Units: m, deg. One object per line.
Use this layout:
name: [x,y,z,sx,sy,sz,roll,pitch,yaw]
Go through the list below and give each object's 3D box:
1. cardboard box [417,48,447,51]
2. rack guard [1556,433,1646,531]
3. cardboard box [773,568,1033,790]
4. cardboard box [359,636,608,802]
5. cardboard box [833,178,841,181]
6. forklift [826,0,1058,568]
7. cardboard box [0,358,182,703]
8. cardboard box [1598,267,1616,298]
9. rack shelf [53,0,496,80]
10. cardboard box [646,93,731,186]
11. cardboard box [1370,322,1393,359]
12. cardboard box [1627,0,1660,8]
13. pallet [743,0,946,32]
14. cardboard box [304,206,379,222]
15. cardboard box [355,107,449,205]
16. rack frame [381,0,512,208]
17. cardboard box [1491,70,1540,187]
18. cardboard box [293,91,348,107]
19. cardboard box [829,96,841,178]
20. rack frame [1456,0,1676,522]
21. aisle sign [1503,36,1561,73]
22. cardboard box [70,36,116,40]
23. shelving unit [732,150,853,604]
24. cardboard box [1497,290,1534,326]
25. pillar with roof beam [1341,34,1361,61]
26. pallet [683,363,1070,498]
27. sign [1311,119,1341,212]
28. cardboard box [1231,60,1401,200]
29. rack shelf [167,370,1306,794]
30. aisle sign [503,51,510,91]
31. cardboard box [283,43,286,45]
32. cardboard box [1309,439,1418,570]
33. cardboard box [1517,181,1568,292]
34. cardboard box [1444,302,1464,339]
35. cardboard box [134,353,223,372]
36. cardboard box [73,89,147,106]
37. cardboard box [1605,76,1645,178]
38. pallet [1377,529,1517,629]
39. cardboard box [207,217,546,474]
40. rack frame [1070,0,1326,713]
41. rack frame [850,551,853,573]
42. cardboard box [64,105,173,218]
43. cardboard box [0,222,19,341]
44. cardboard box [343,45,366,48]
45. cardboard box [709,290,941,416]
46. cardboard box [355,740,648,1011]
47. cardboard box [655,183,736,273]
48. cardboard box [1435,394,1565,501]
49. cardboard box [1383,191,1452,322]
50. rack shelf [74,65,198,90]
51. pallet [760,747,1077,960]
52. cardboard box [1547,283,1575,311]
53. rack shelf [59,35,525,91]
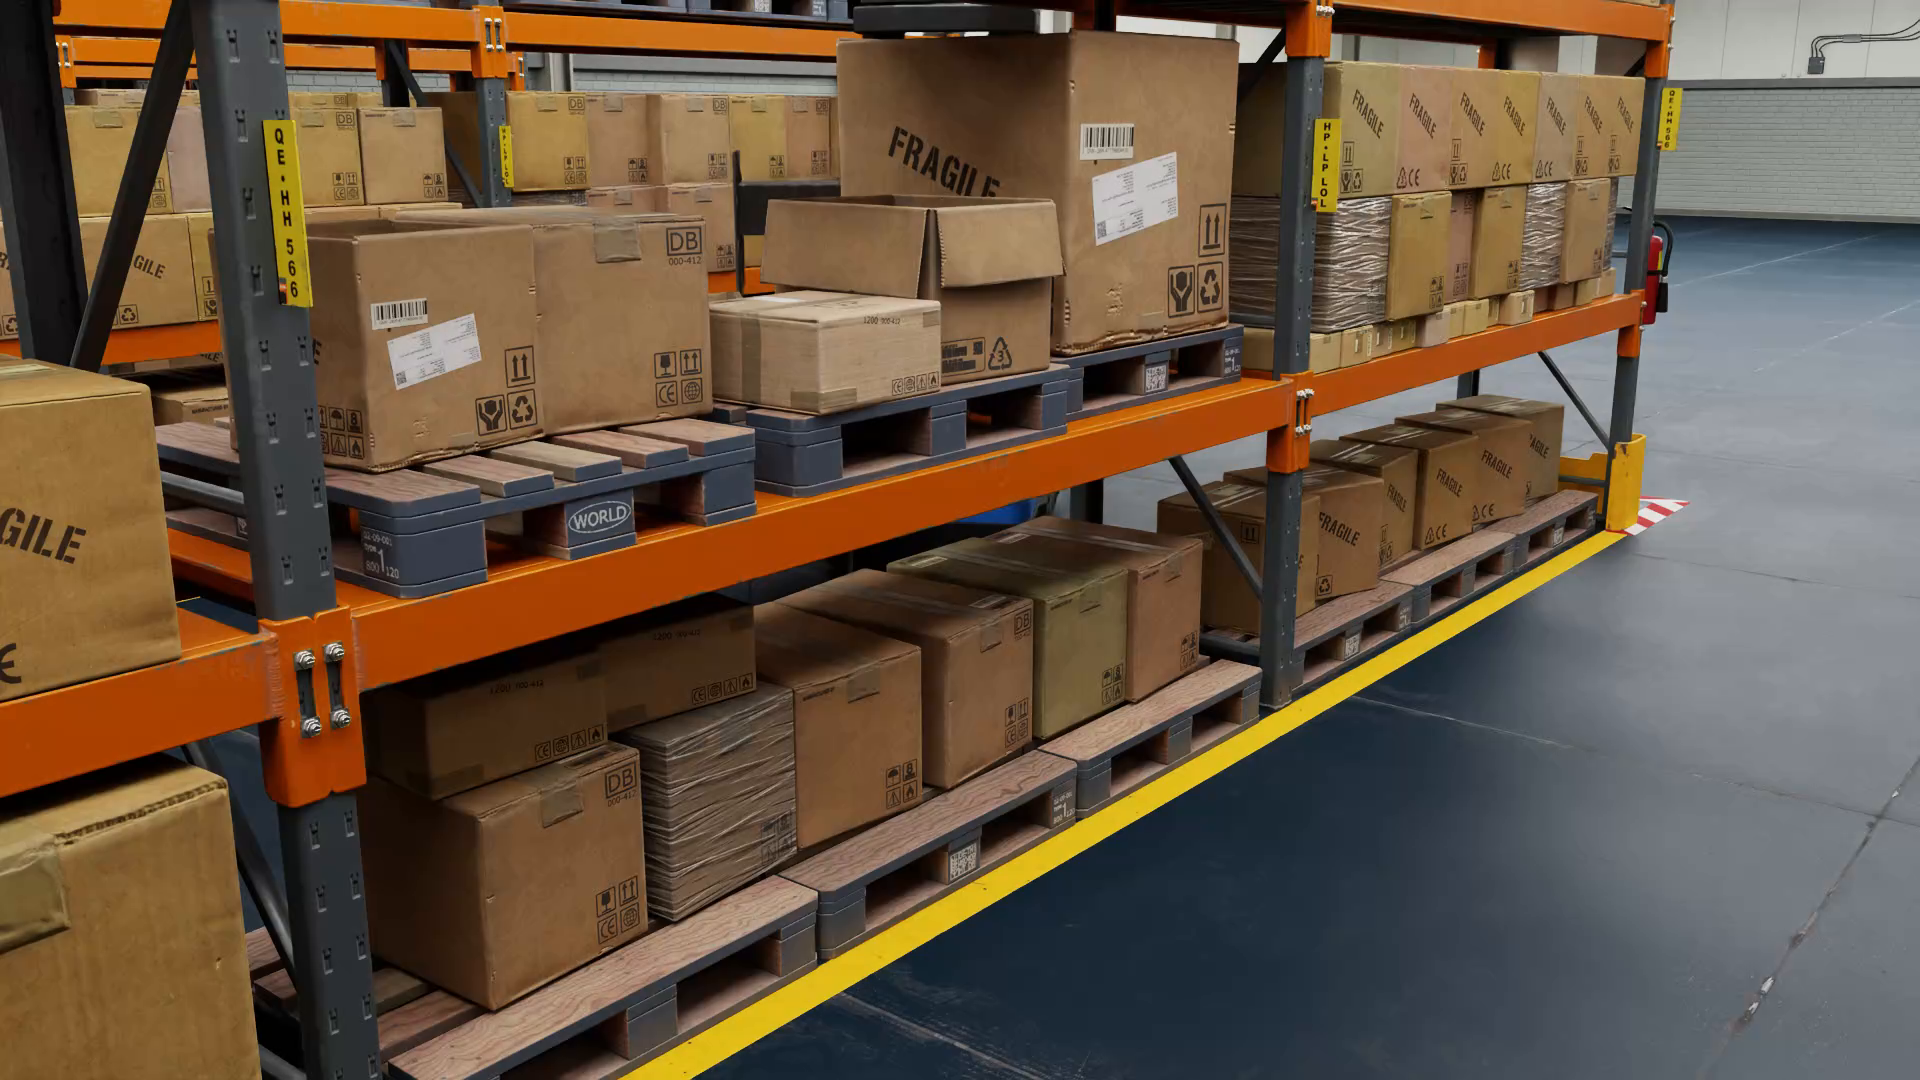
cardboard box: [-4.643,-4.292,14.346,0.380,0.149,0.250,12,19,39]
rack guard: [3.349,-0.411,9.724,1.175,0.500,0.348,11,18,38]
cardboard box: [-0.186,0.437,5.492,0.700,0.500,0.500,9,17,33]
cardboard box: [-1.234,0.397,4.128,0.500,0.250,0.500,12,19,40]
cardboard box: [-0.925,-2.310,11.818,0.875,0.550,0.550,11,18,38]
forklift: [-0.003,-1.576,9.376,1.130,2.935,3.031,2,14,6]
cardboard box: [-1.749,-0.020,2.908,0.500,0.500,0.500,12,19,39]
cardboard box: [3.378,-1.428,9.164,0.380,0.149,0.250,11,18,38]
rack shelf: [-4.169,-2.380,7.767,1.077,0.370,4.000,11,18,38]
cardboard box: [-1.952,-2.525,10.470,0.875,0.550,0.550,11,18,38]
cardboard box: [1.554,-0.842,6.854,0.380,0.149,0.250,11,18,38]
cardboard box: [3.291,-2.886,8.605,0.500,0.250,0.500,12,18,39]
pallet: [-0.856,-3.691,11.647,1.003,0.211,1.213,11,18,38]
cardboard box: [-3.350,-1.468,8.607,0.500,0.500,0.500,11,18,37]
cardboard box: [-3.220,-2.095,9.043,0.700,0.500,0.500,11,18,37]
rack frame: [-2.912,-1.658,9.556,1.000,3.000,0.127,11,18,38]
cardboard box: [2.296,-1.884,7.609,0.500,0.500,0.500,11,18,38]
cardboard box: [-5.449,-3.433,13.705,0.700,0.500,0.500,11,18,37]
cardboard box: [-0.935,-2.835,11.693,0.875,0.550,0.550,11,18,38]
rack frame: [3.396,-1.637,9.474,1.000,3.000,0.127,11,18,38]
aisle sign: [3.202,-2.955,9.383,0.394,0.787,0.004,11,18,38]
cardboard box: [-6.435,-3.758,12.243,0.380,0.149,0.250,11,18,37]
shelving unit: [-0.770,-0.748,7.801,0.503,2.100,0.431,-1,14,-5]
cardboard box: [2.517,-1.125,7.969,0.380,0.149,0.250,11,18,38]
pillar with roof beam: [12.890,-11.931,37.810,9.100,9.000,0.400,11,18,38]
pallet: [-0.419,-0.397,4.984,1.003,0.211,1.213,11,18,38]
sign: [1.316,-1.347,5.980,0.100,0.325,0.005,11,18,38]
cardboard box: [1.363,-1.595,6.471,0.500,0.500,0.500,11,18,38]
rack shelf: [-0.375,-0.139,5.039,1.077,0.370,4.000,11,18,38]
aisle sign: [-4.047,-4.397,15.061,0.394,0.787,0.004,11,18,38]
cardboard box: [-5.561,-3.991,13.161,0.380,0.149,0.250,11,18,36]
cardboard box: [1.848,-0.175,7.944,0.500,0.500,0.500,9,17,33]
cardboard box: [2.460,-1.525,8.226,0.875,0.500,0.500,11,18,38]
cardboard box: [2.018,-0.987,7.425,0.380,0.149,0.250,11,18,38]
cardboard box: [-5.422,-1.290,11.648,0.500,0.500,0.500,11,18,38]
cardboard box: [-6.381,-3.132,12.523,0.700,0.500,0.500,11,18,37]
cardboard box: [3.243,-2.170,8.737,0.500,0.500,0.500,11,18,38]
pallet: [2.043,0.112,8.253,1.003,0.211,1.213,11,18,38]
cardboard box: [-1.323,-0.466,3.810,0.500,0.500,0.500,9,17,31]
rack frame: [0.882,-0.871,6.458,1.000,3.000,0.127,11,18,38]
rack frame: [-0.527,-0.752,7.820,0.015,2.100,0.400,-1,14,-5]
cardboard box: [-4.178,-1.803,7.893,0.700,0.500,0.500,11,18,37]
cardboard box: [-4.299,-1.179,7.467,0.500,0.500,0.500,11,18,37]
cardboard box: [-5.145,-4.150,13.784,0.380,0.149,0.250,11,18,36]
cardboard box: [-0.399,-0.521,4.533,0.500,0.250,0.500,11,18,36]
cardboard box: [-1.226,0.762,4.214,0.700,0.500,0.500,10,17,35]
cardboard box: [-1.930,-1.997,10.587,0.875,0.550,0.550,11,18,38]
cardboard box: [2.991,-0.512,9.269,0.500,0.500,0.500,-12,18,-39]
cardboard box: [1.555,-1.230,7.066,0.875,0.500,0.500,11,18,38]
rack shelf: [-9.432,-4.660,16.743,1.077,0.370,4.000,11,18,38]
pallet: [-0.372,0.865,5.290,1.003,0.211,1.213,11,18,38]
cardboard box: [2.934,-1.279,8.577,0.380,0.149,0.250,11,18,38]
rack shelf: [-5.569,-3.892,13.722,1.077,0.370,4.000,11,18,38]
